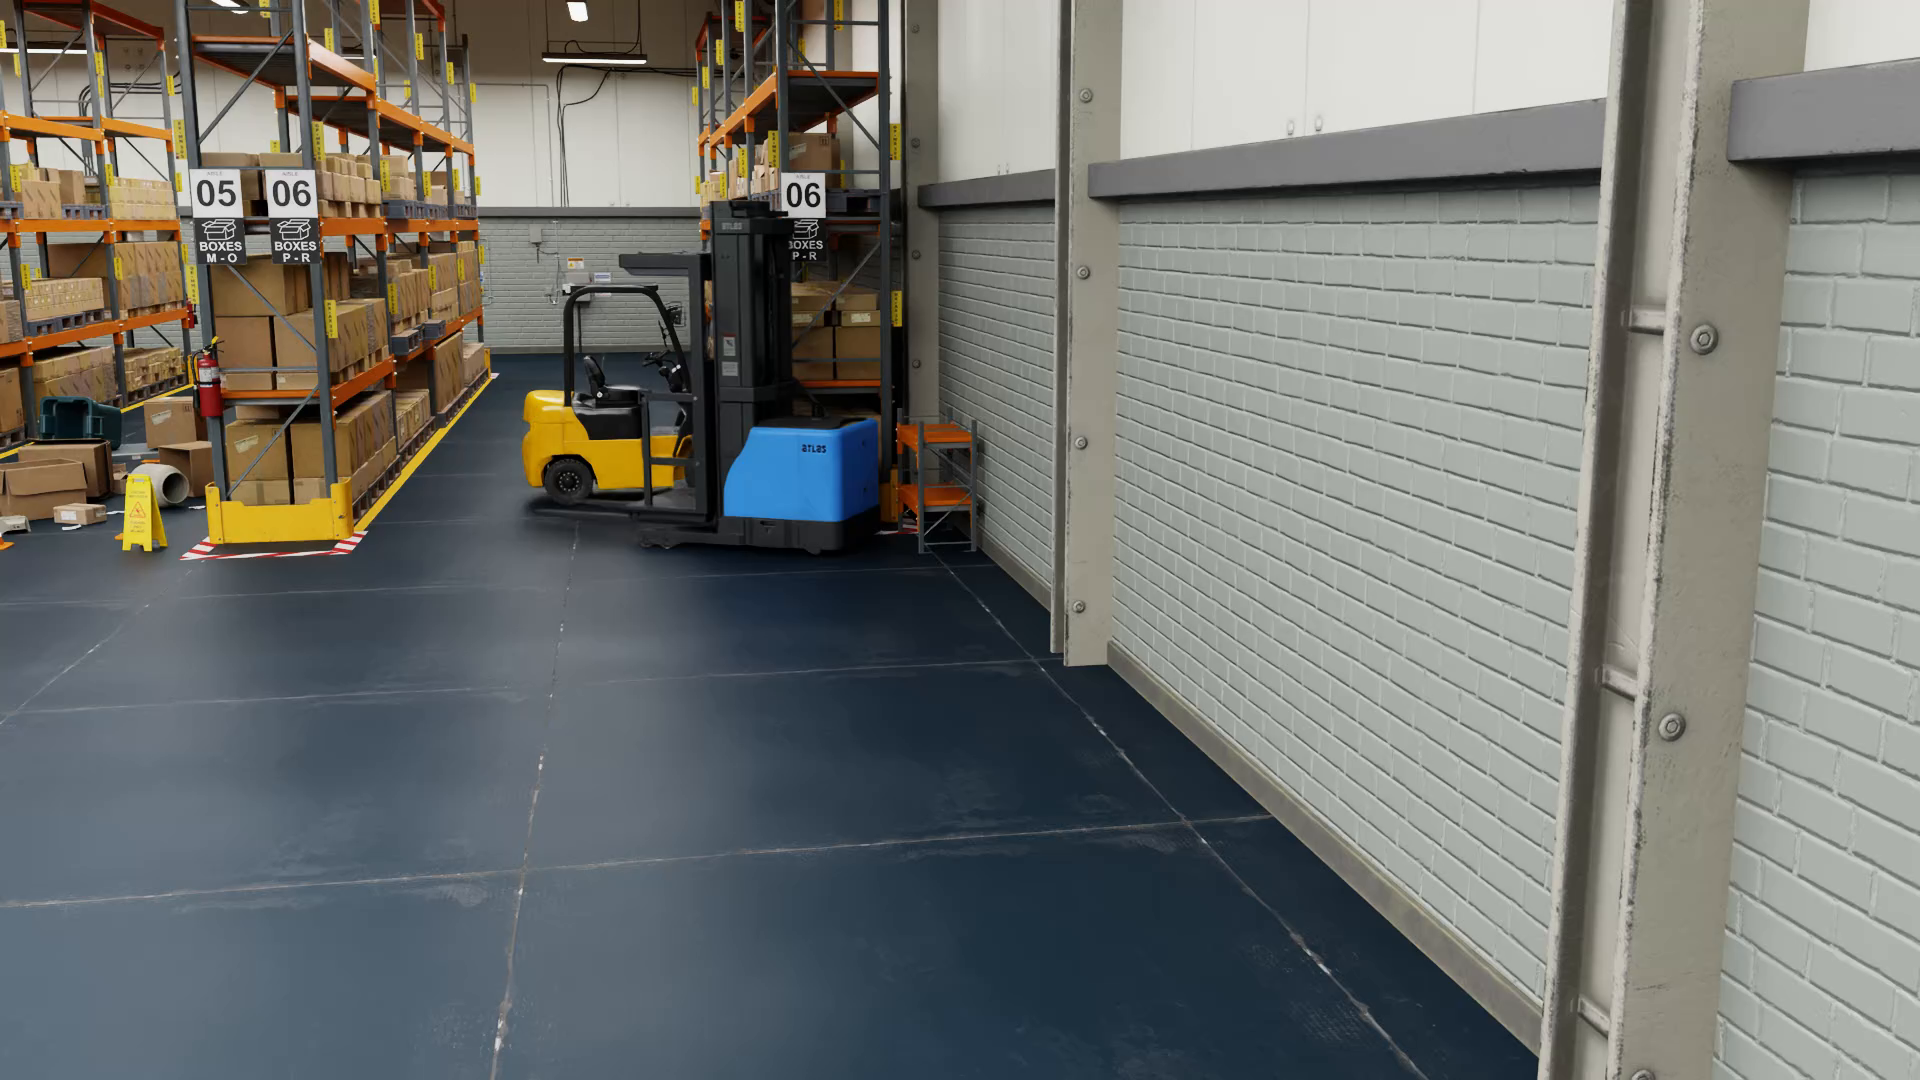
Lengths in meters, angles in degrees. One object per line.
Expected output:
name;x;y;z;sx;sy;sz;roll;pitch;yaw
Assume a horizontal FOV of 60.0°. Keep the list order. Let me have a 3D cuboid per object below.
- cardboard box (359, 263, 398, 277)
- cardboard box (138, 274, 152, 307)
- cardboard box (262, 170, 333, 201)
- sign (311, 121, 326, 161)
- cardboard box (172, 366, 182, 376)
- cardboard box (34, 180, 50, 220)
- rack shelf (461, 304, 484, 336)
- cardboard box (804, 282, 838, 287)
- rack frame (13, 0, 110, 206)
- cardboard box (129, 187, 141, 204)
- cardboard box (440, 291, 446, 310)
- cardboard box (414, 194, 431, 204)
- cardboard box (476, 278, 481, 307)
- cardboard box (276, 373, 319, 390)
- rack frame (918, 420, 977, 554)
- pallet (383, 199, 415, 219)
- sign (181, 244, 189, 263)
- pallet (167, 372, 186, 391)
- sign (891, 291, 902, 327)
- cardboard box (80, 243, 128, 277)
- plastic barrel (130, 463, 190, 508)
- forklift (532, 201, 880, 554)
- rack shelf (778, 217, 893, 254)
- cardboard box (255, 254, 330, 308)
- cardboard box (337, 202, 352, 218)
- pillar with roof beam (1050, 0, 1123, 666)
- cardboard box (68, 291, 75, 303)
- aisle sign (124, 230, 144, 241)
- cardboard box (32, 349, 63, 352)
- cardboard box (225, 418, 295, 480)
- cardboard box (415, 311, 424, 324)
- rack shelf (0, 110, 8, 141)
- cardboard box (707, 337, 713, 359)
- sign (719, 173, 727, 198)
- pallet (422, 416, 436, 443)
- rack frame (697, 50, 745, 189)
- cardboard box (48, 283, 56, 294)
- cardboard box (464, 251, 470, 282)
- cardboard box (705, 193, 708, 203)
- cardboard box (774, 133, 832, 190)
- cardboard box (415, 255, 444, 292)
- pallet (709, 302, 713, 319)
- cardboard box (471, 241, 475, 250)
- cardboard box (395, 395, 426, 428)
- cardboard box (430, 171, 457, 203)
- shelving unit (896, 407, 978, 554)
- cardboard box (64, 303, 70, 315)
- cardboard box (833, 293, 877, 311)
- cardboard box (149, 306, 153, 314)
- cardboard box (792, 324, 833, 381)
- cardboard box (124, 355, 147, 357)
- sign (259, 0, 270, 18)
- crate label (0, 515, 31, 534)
cardboard box;-6.526;-3.029;18.669;0.380;0.149;0.250;-2;11;-11
cardboard box;-13.189;-3.958;26.407;0.500;0.500;0.500;-2;11;-12
cardboard box;-5.840;-3.124;14.672;0.500;0.250;0.500;-2;11;-12
sign;-5.471;-3.399;14.173;0.100;0.325;0.005;-2;11;-11
cardboard box;-13.495;-2.886;28.337;0.380;0.149;0.250;-2;11;-9
cardboard box;-12.350;-4.474;21.889;0.500;0.500;0.500;-2;11;-11
rack shelf;-8.727;-3.691;27.989;1.077;0.370;4.000;-2;11;-11
cardboard box;-1.547;-2.810;18.640;0.380;0.149;0.250;-2;11;-13
rack frame;-13.173;-6.426;24.390;1.000;3.000;0.127;-2;11;-11
cardboard box;-13.208;-5.406;26.116;0.500;0.250;0.500;-2;11;-10
cardboard box;-7.600;-3.404;23.624;0.500;0.250;0.500;-2;11;-11
cardboard box;-7.823;-4.901;23.903;0.380;0.166;0.250;-1;11;-6
cardboard box;-8.762;-4.381;29.425;0.500;0.500;0.500;-2;11;-11
cardboard box;-5.867;-1.423;14.822;0.380;0.149;0.250;-2;11;-11
rack frame;-0.105;-0.450;14.050;0.500;1.125;0.032;-2;11;-12
pallet;-6.797;-3.708;18.638;1.213;0.211;1.003;-2;11;-11
sign;-13.403;-4.953;28.755;0.100;0.325;0.005;-2;11;-11
pallet;-13.813;-2.678;28.204;1.003;0.211;1.213;-2;11;-11
sign;-0.590;-2.141;15.395;0.100;0.325;0.005;-2;11;-11
cardboard box;-13.022;-4.257;25.302;0.500;0.500;0.500;-2;11;-10
plastic barrel;-7.890;-0.535;16.373;0.512;0.421;0.421;6;12;28
forklift;-2.283;-1.455;14.504;3.031;2.935;1.130;3;11;17
rack shelf;-1.524;-3.145;17.097;1.077;0.370;4.000;-2;11;-11
cardboard box;-6.569;-2.528;16.219;0.700;0.500;0.500;-2;11;-11
cardboard box;-6.005;-3.136;15.800;0.380;0.149;0.250;-2;11;-10
pillar with roof beam;-3.443;-3.508;9.061;9.100;9.000;0.400;-2;11;-11
cardboard box;-12.642;-3.400;23.293;0.380;0.149;0.250;-2;11;-11
aisle sign;-14.260;-5.492;28.576;0.394;0.787;0.004;-2;11;-11
cardboard box;-13.183;-2.583;23.801;0.500;0.250;0.500;-2;11;-9
cardboard box;-6.415;-0.838;15.301;0.500;0.500;0.500;-2;11;-11
cardboard box;-6.941;-2.787;20.868;0.380;0.149;0.250;-2;11;-10
rack shelf;-12.006;-4.776;18.714;1.077;0.370;4.000;-2;11;-11
cardboard box;-4.221;-3.456;30.388;0.797;0.503;0.637;-3;11;-13
sign;-3.224;-4.833;22.662;0.100;0.325;0.005;-2;11;-11
pallet;-7.409;-1.430;21.648;1.003;0.211;1.213;-2;11;-11
rack frame;-4.247;-7.539;30.240;1.000;3.000;0.127;-2;11;-11
cardboard box;-12.499;-3.405;22.519;0.380;0.149;0.250;-2;11;-8
cardboard box;-8.373;-4.501;27.381;0.500;0.500;0.500;-2;11;-10
cardboard box;-3.785;-5.346;26.021;0.380;0.149;0.250;-2;11;-10
cardboard box;-1.461;-3.508;15.425;0.500;0.500;0.500;-2;11;-9
cardboard box;-7.607;-3.769;23.537;0.500;0.500;0.500;-2;11;-9
pallet;-3.421;-3.614;26.174;1.003;0.211;1.213;-2;11;-11
cardboard box;-8.644;-5.121;28.905;0.380;0.149;0.250;-2;11;-12
cardboard box;-7.308;-1.620;21.091;0.950;0.372;0.625;-2;11;-12
cardboard box;-8.246;-5.571;26.263;0.500;0.500;0.500;-2;11;-10
shelving unit;-0.210;-0.543;14.538;0.538;1.125;1.048;-2;11;-12
cardboard box;-12.594;-3.208;23.079;0.380;0.149;0.250;-2;11;-13
cardboard box;-0.991;-2.241;15.650;0.380;0.149;0.250;-2;11;-12
cardboard box;-13.379;-3.752;27.059;0.380;0.149;0.250;-2;11;-10
cardboard box;-1.489;-1.787;15.798;0.500;0.500;0.500;-2;11;-12
cardboard box;-13.307;-2.888;26.760;0.380;0.149;0.250;-3;11;-13
sign;-7.325;-5.673;17.511;0.100;0.325;0.005;-2;11;-11
crate label;-8.589;-0.141;15.073;0.250;0.136;0.298;-9;14;-40
